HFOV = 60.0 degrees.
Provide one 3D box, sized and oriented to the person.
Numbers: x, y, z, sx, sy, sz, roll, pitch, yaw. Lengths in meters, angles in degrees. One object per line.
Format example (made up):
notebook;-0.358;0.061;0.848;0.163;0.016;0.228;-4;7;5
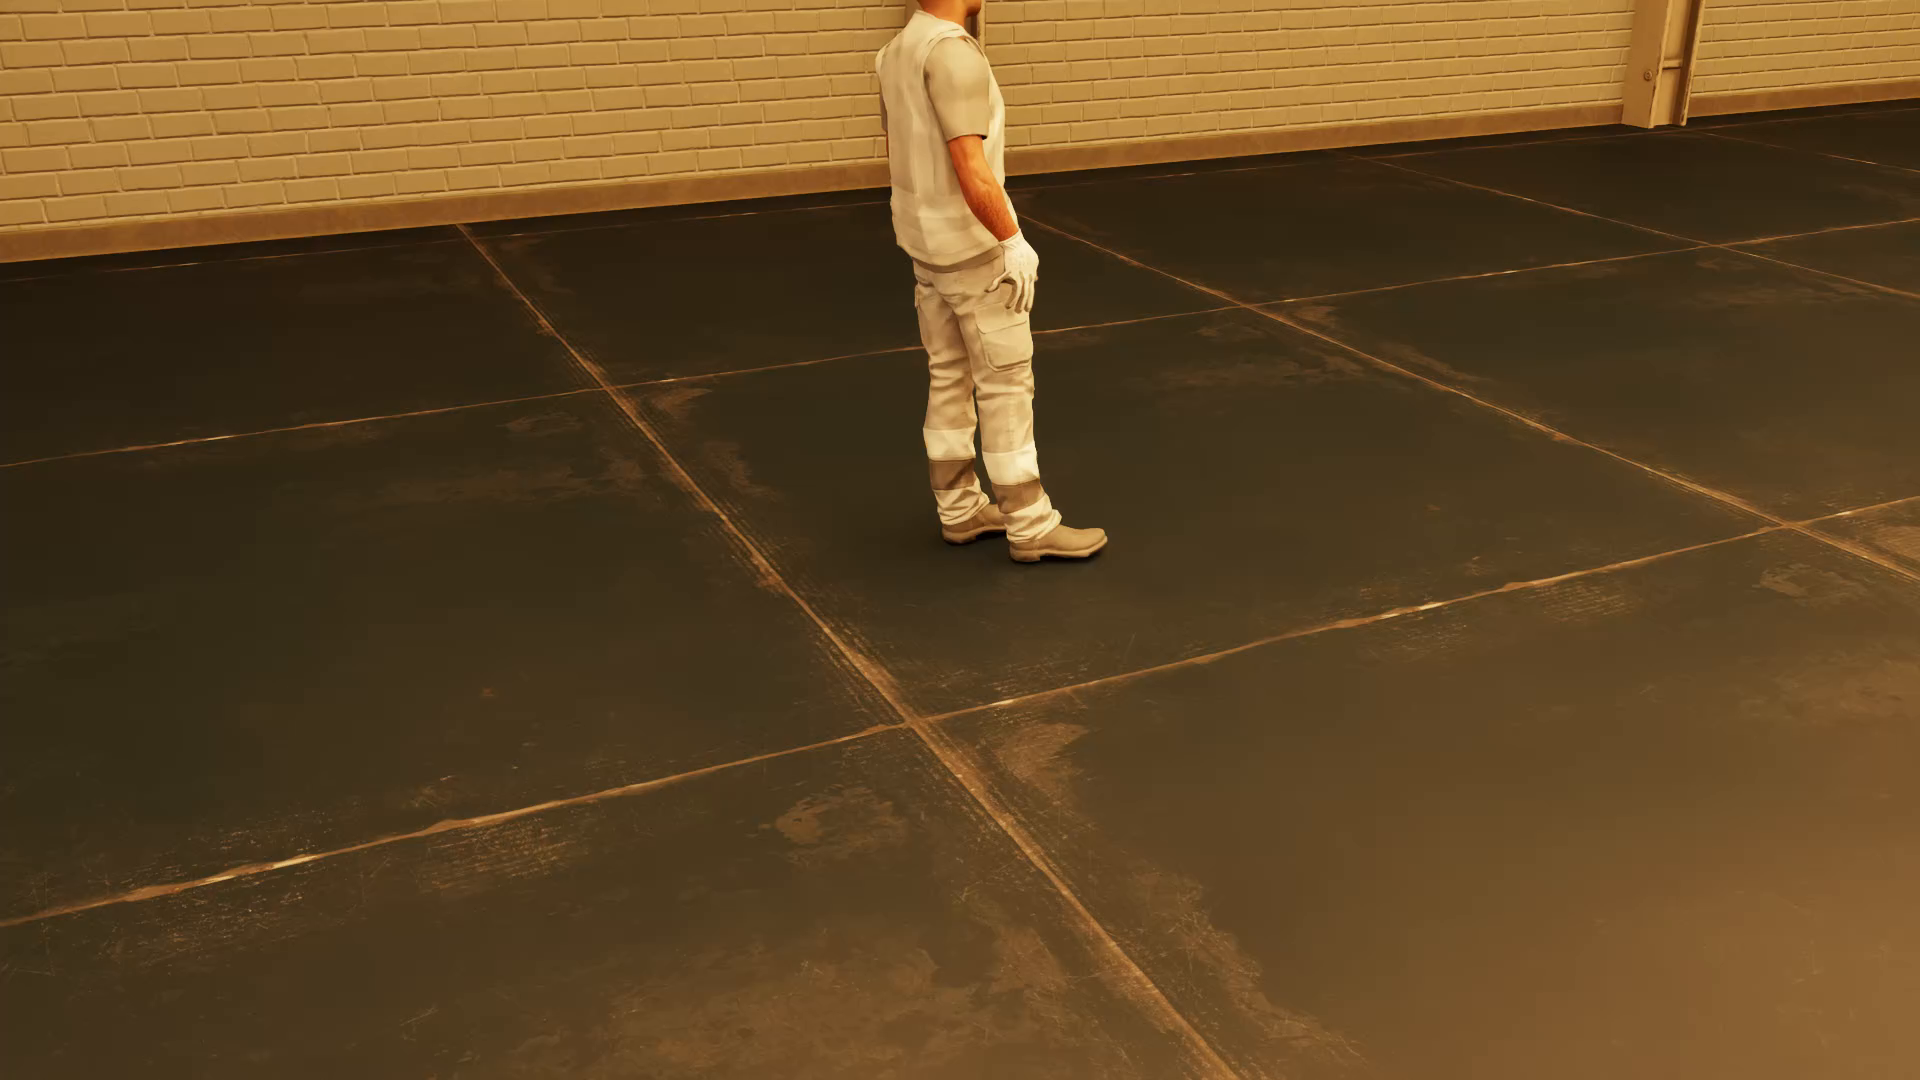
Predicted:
person;0.078;-0.842;4.782;0.564;1.787;0.637;-10;25;-23
